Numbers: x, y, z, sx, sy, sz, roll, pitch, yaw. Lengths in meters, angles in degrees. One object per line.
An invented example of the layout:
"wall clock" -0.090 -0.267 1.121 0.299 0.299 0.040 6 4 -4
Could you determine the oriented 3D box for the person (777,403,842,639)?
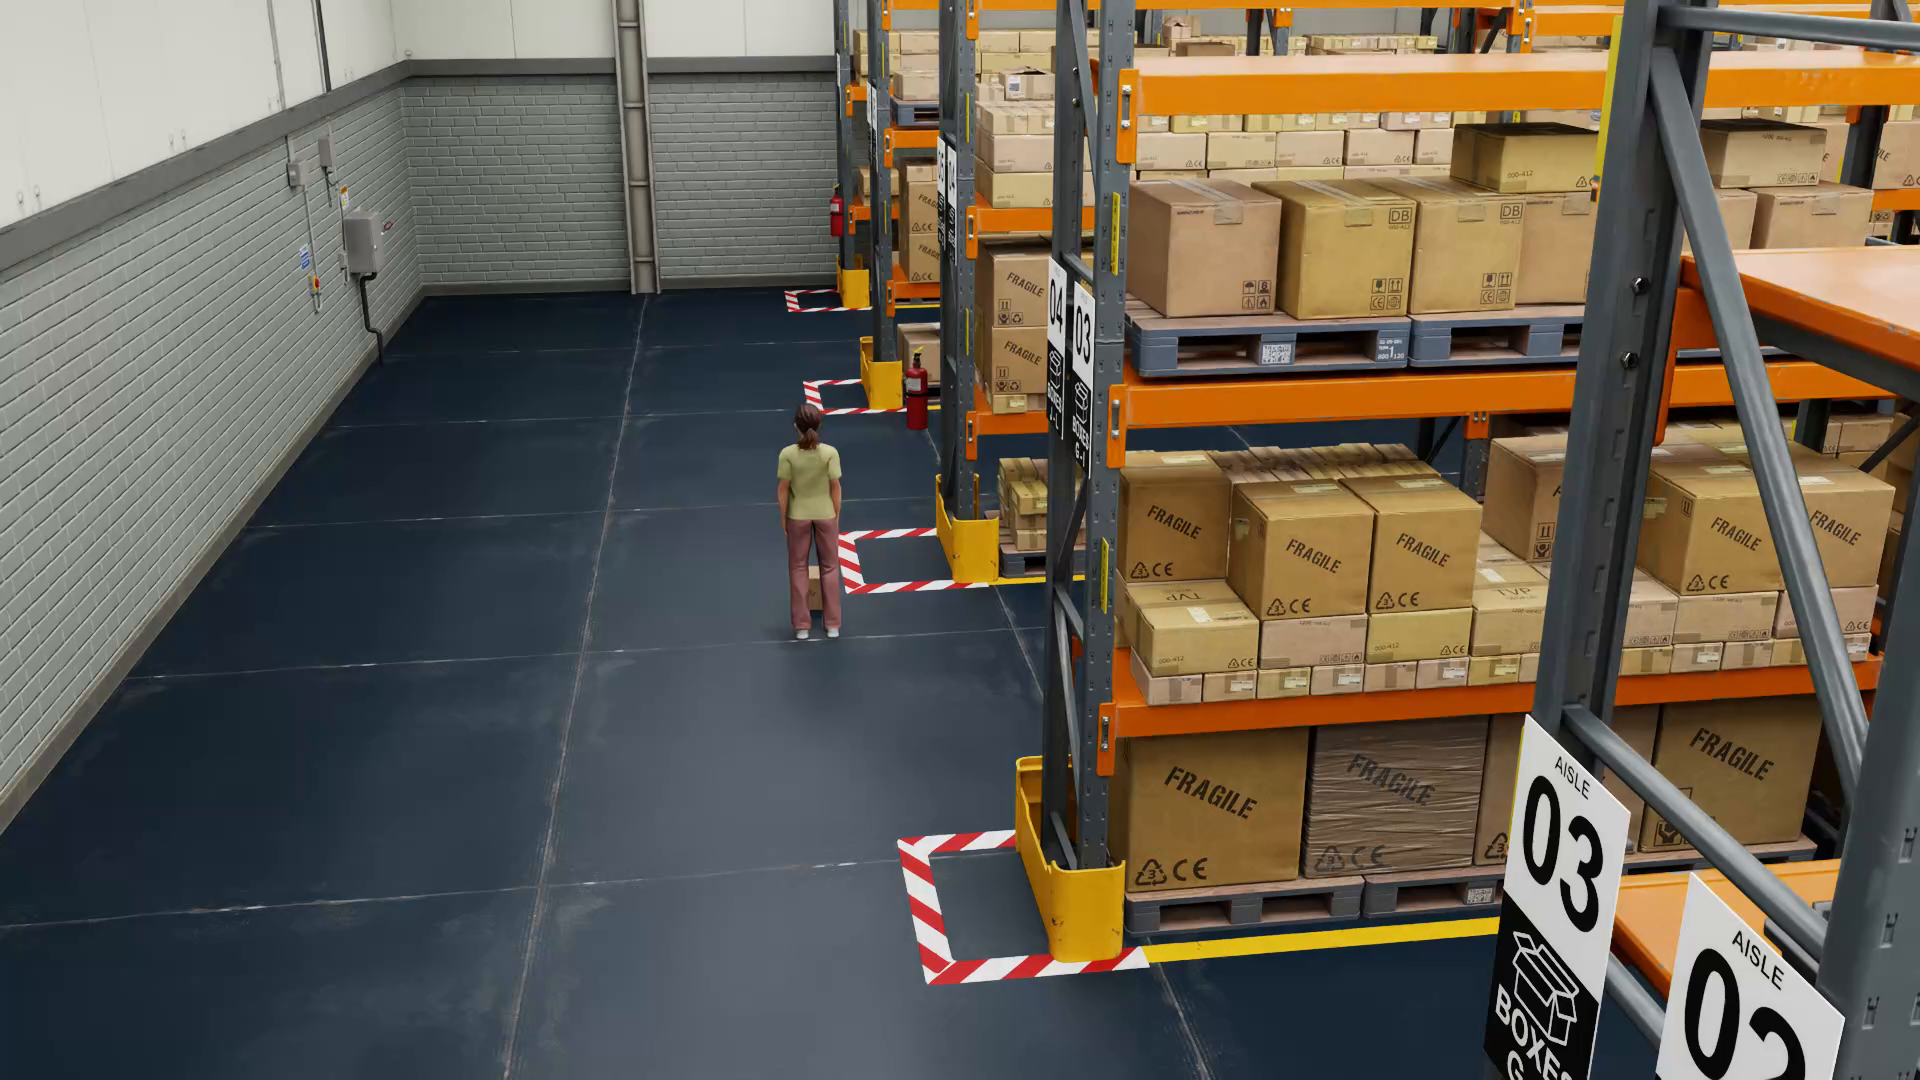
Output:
"person" -1.027 -0.129 11.440 0.441 1.669 0.360 -2 20 -6
